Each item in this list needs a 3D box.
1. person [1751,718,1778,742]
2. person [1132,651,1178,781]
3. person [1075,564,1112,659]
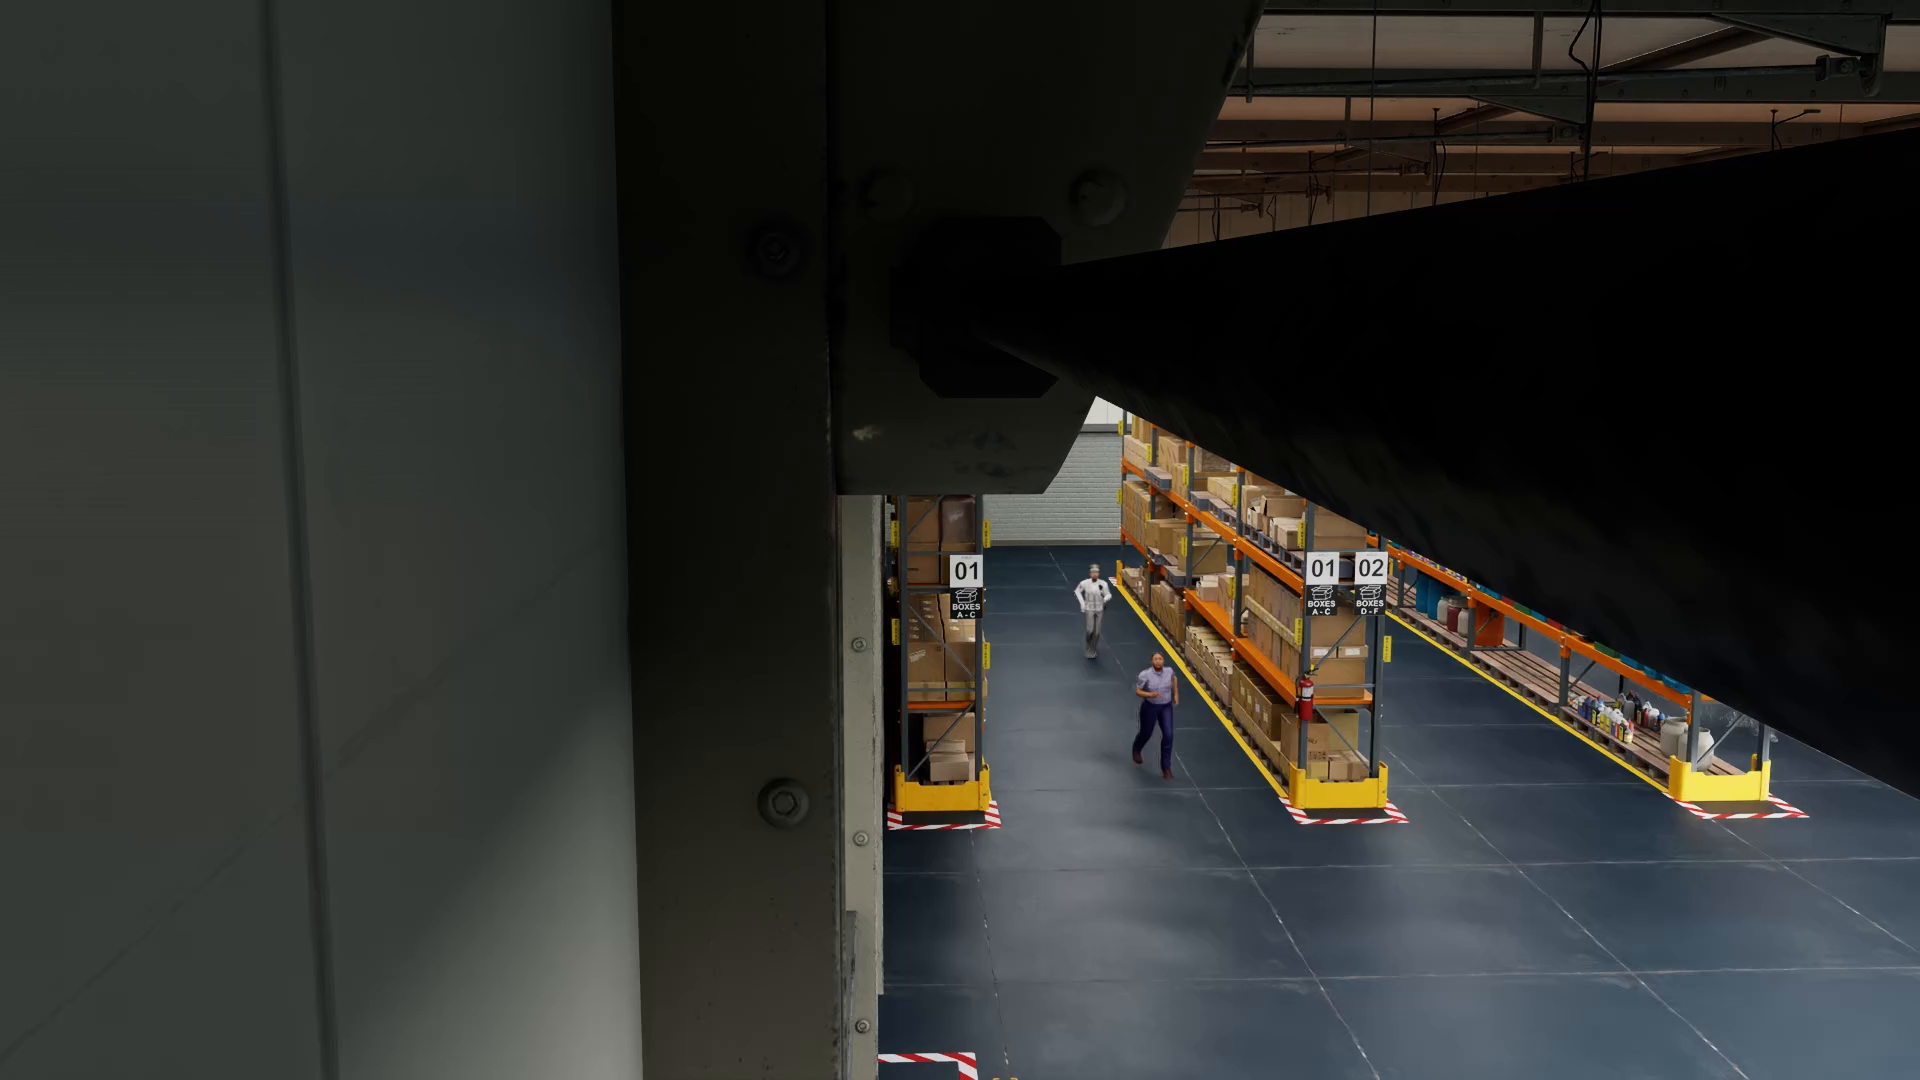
[{"bbox_3d":[11.612,2.162,23.646,0.555,1.426,0.837,-2,9,-12],"label":"person"},{"bbox_3d":[2.603,2.282,22.098,0.620,1.688,0.902,-1,9,-10],"label":"person"},{"bbox_3d":[2.327,1.248,28.921,0.603,1.679,0.649,0,8,-2],"label":"person"}]
